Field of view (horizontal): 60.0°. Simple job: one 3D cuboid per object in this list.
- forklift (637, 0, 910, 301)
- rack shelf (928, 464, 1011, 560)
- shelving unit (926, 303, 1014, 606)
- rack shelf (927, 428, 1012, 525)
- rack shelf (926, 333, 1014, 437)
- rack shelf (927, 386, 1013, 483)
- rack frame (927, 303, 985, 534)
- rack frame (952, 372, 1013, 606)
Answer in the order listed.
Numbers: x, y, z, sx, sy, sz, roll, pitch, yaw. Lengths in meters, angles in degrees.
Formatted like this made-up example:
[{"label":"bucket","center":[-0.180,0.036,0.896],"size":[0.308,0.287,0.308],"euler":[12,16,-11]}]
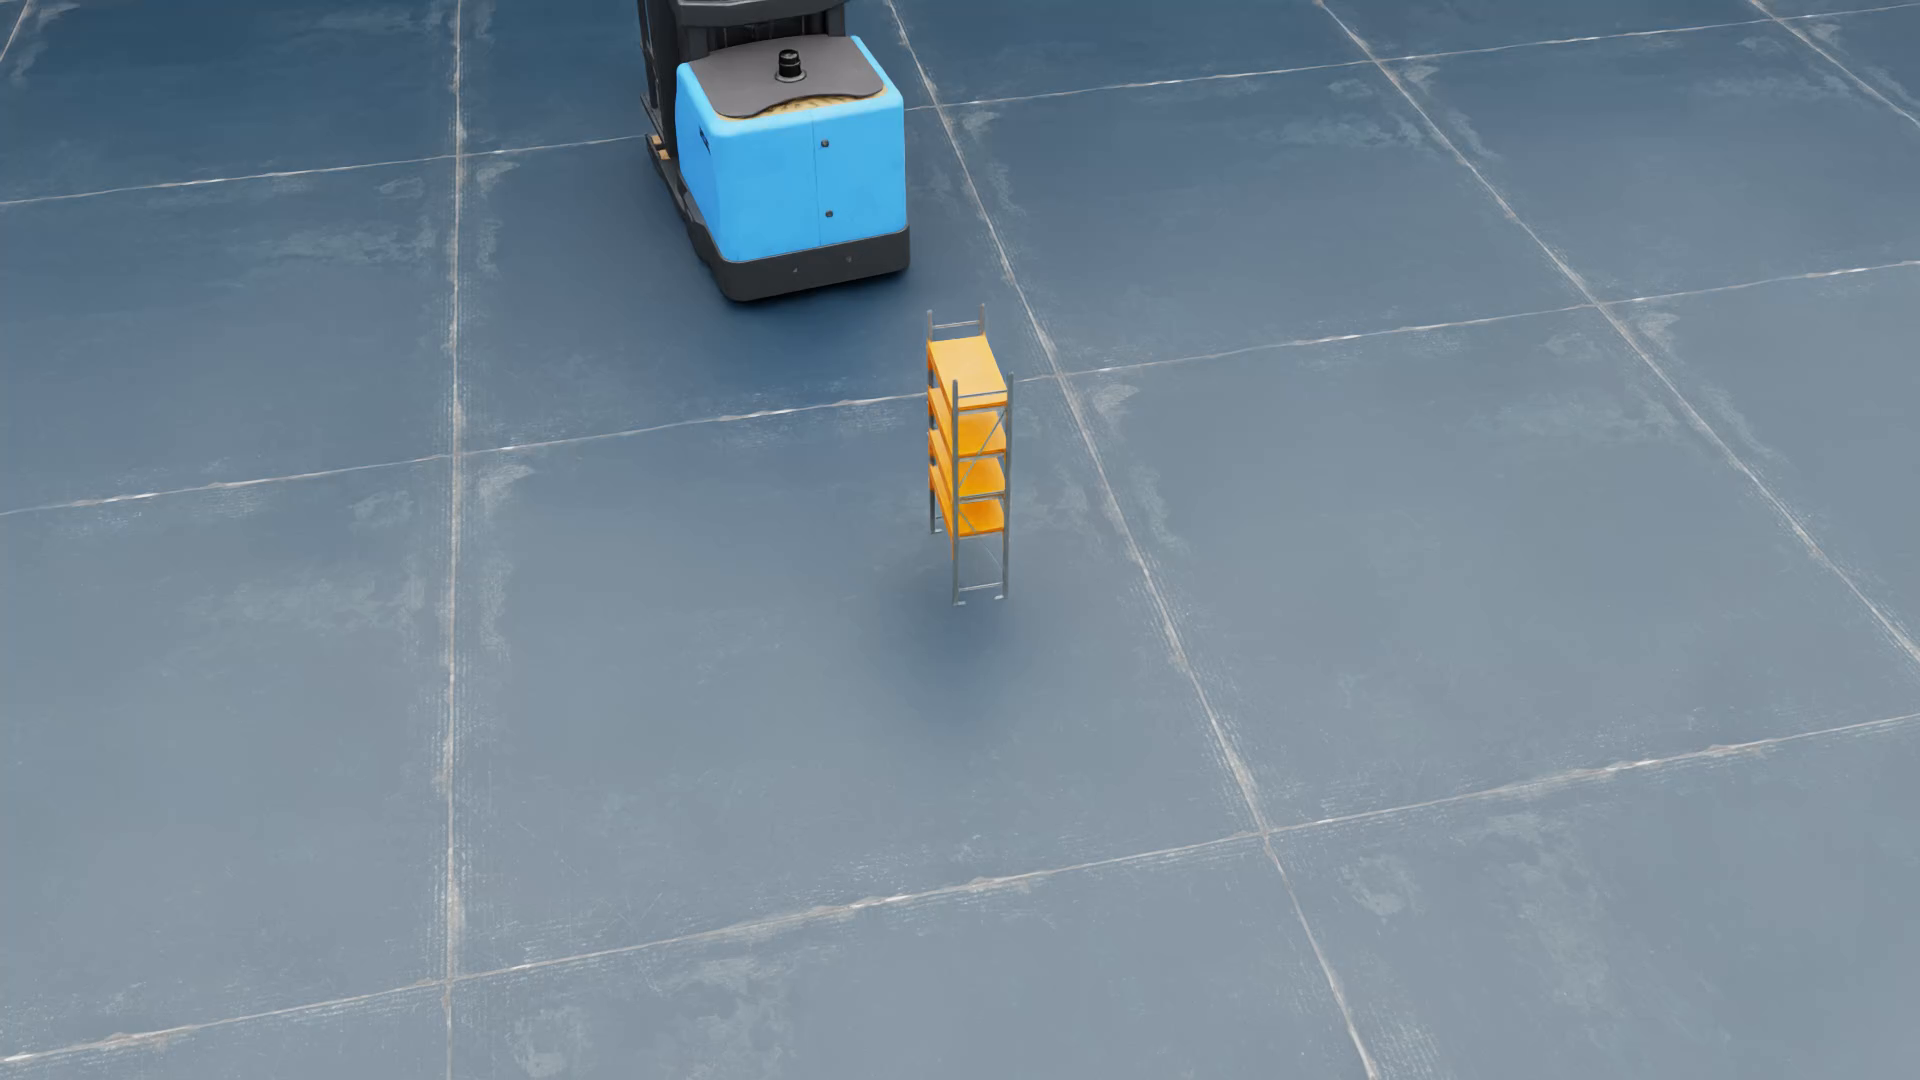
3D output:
[{"label":"forklift","center":[-1.261,-3.356,9.105],"size":[1.130,2.935,3.031],"euler":[-14,43,-15]},{"label":"rack shelf","center":[0.036,-0.143,7.189],"size":[0.258,0.148,0.480],"euler":[-8,42,-9]},{"label":"shelving unit","center":[0.036,-0.341,7.013],"size":[0.258,1.200,0.503],"euler":[-8,42,-9]},{"label":"rack shelf","center":[0.036,-0.291,7.057],"size":[0.258,0.148,0.480],"euler":[-8,42,-9]},{"label":"rack shelf","center":[0.036,-0.635,6.752],"size":[0.258,0.148,0.480],"euler":[-8,42,-9]},{"label":"rack shelf","center":[0.036,-0.458,6.909],"size":[0.258,0.148,0.480],"euler":[-8,42,-9]},{"label":"rack frame","center":[-0.017,-0.500,7.191],"size":[0.240,1.200,0.015],"euler":[-8,42,-9]},{"label":"rack frame","center":[0.088,-0.183,6.834],"size":[0.240,1.200,0.015],"euler":[-8,42,-9]}]
